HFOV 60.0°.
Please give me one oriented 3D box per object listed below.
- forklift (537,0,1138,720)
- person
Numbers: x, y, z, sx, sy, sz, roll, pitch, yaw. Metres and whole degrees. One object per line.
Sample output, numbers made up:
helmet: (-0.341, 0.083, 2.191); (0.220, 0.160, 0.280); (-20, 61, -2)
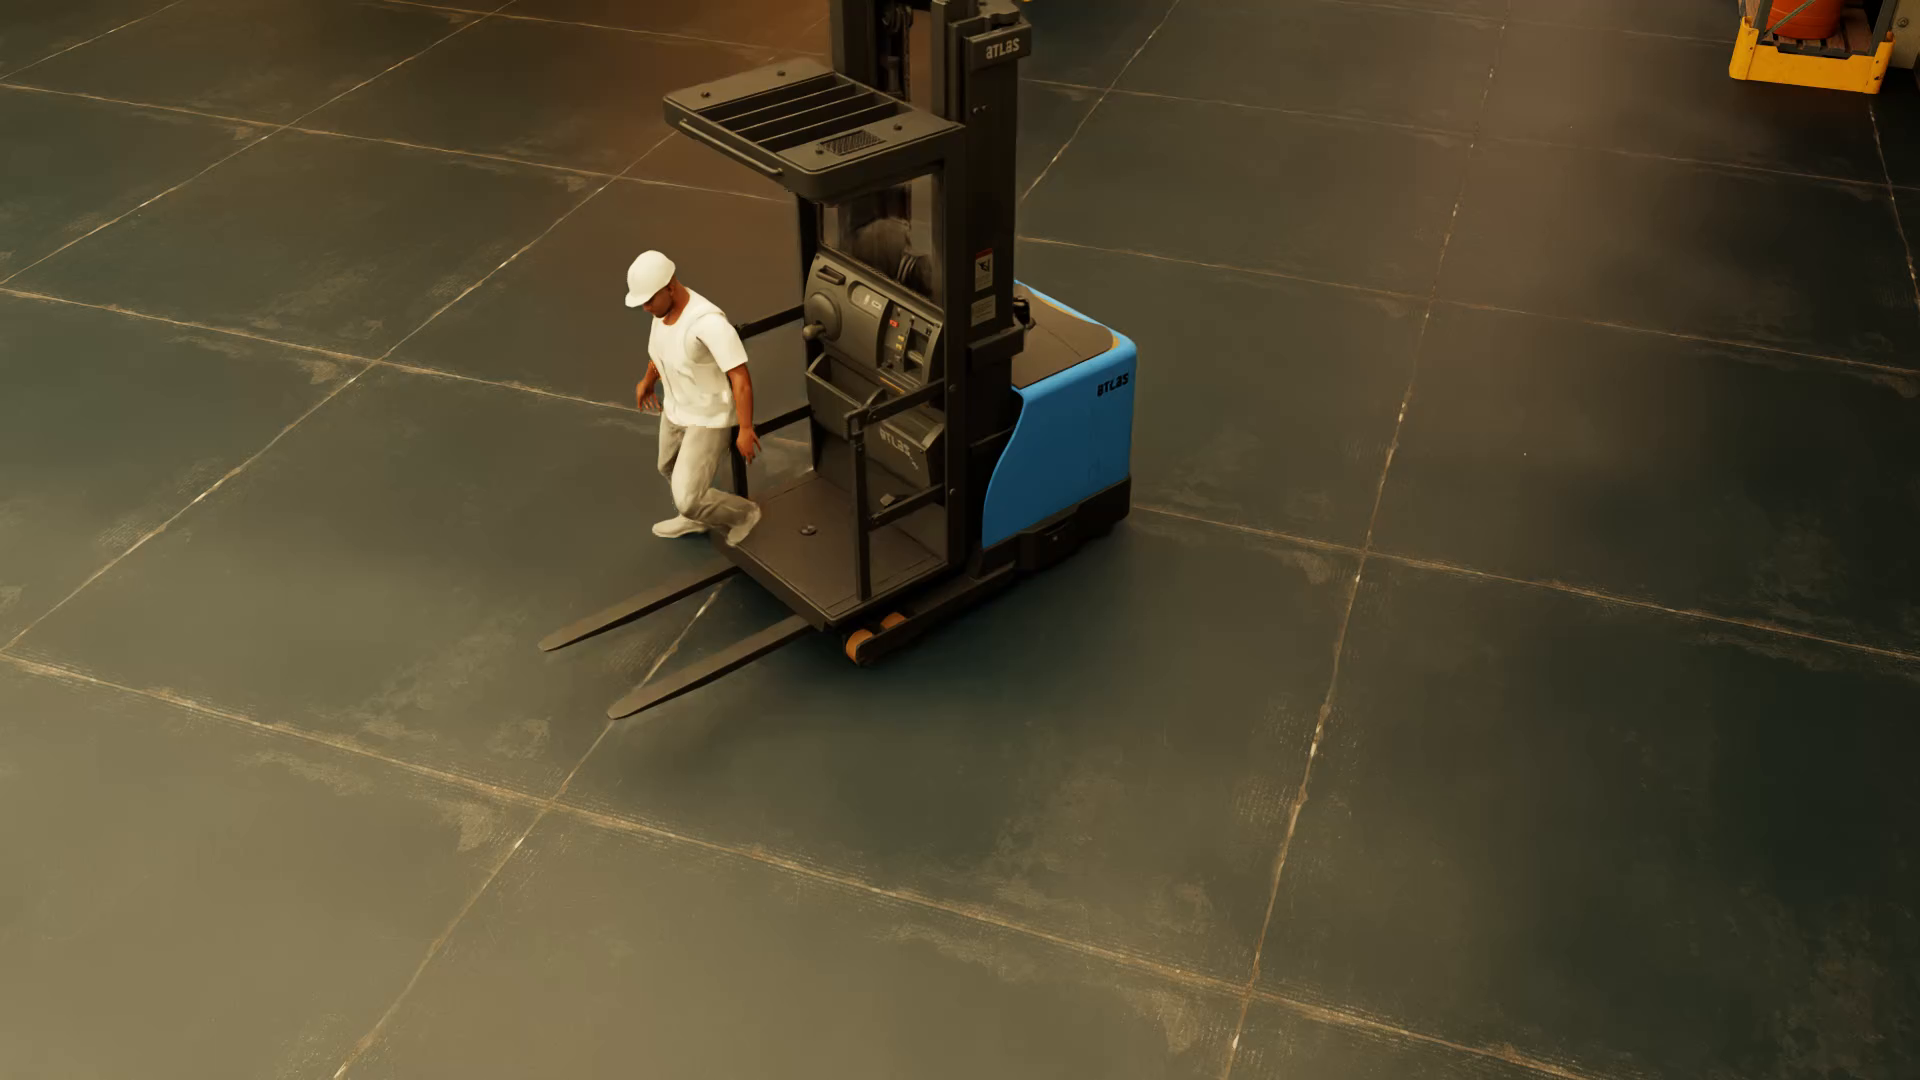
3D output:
forklift: (-0.560, -0.953, 7.455); (3.031, 2.935, 1.130); (-26, 43, -32)
person: (-1.332, -0.586, 8.004); (0.492, 1.713, 0.963); (-25, 42, -30)
